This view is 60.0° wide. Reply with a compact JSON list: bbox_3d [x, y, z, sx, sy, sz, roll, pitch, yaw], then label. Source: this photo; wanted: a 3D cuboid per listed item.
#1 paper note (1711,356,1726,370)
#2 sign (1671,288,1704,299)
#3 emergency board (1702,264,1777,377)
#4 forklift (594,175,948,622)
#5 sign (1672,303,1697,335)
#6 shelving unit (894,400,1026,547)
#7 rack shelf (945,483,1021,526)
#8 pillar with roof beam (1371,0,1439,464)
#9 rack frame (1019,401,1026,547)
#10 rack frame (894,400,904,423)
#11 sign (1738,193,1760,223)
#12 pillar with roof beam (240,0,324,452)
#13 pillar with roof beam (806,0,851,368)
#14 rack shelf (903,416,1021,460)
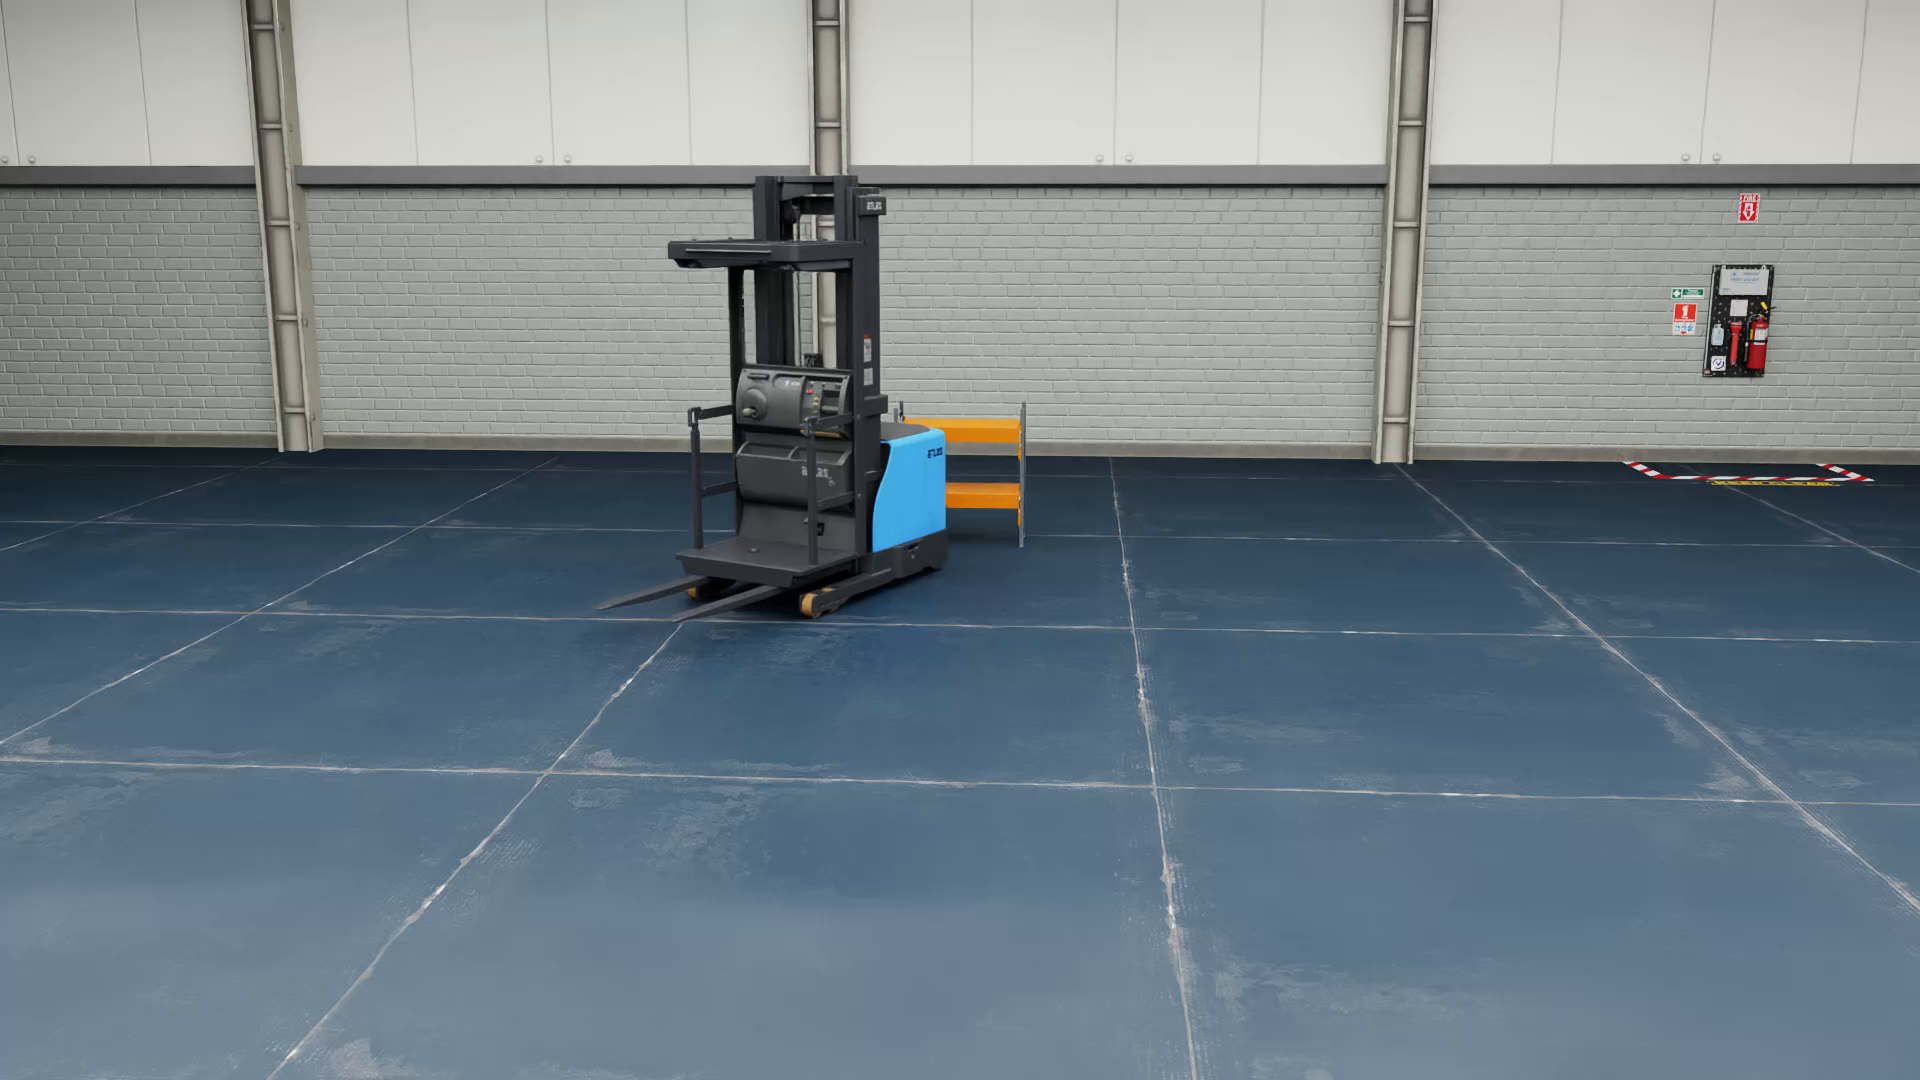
[{"bbox_3d":[7.969,-1.856,17.466,0.142,0.148,0.016,1,12,4],"label":"paper note"},{"bbox_3d":[7.600,-2.574,17.367,0.331,0.109,0.001,1,12,4],"label":"sign"},{"bbox_3d":[8.141,-2.271,17.297,0.643,1.169,0.194,1,12,4],"label":"emergency board"},{"bbox_3d":[-1.281,-1.016,11.465,1.130,2.935,3.031,7,14,30],"label":"forklift"},{"bbox_3d":[7.596,-2.317,17.431,0.234,0.329,0.001,1,12,4],"label":"sign"},{"bbox_3d":[0.007,-0.550,13.652,1.048,1.125,0.538,1,12,4],"label":"shelving unit"},{"bbox_3d":[0.007,-0.311,13.703,1.000,0.278,0.538,1,12,4],"label":"rack shelf"},{"bbox_3d":[4.330,-4.368,12.672,0.400,9.000,9.100,1,12,4],"label":"pillar with roof beam"},{"bbox_3d":[0.514,-0.544,13.619,0.032,1.125,0.500,1,12,4],"label":"rack frame"},{"bbox_3d":[-0.500,-0.557,13.686,0.032,1.125,0.500,1,12,4],"label":"rack frame"},{"bbox_3d":[8.140,-3.426,17.158,0.199,0.298,0.001,1,12,4],"label":"sign"},{"bbox_3d":[-7.643,-4.532,13.457,0.400,9.000,9.100,1,12,4],"label":"pillar with roof beam"},{"bbox_3d":[-1.656,-4.450,13.065,0.400,9.000,9.100,1,12,4],"label":"pillar with roof beam"},{"bbox_3d":[0.007,-0.837,13.593,1.000,0.278,0.538,1,12,4],"label":"rack shelf"}]
